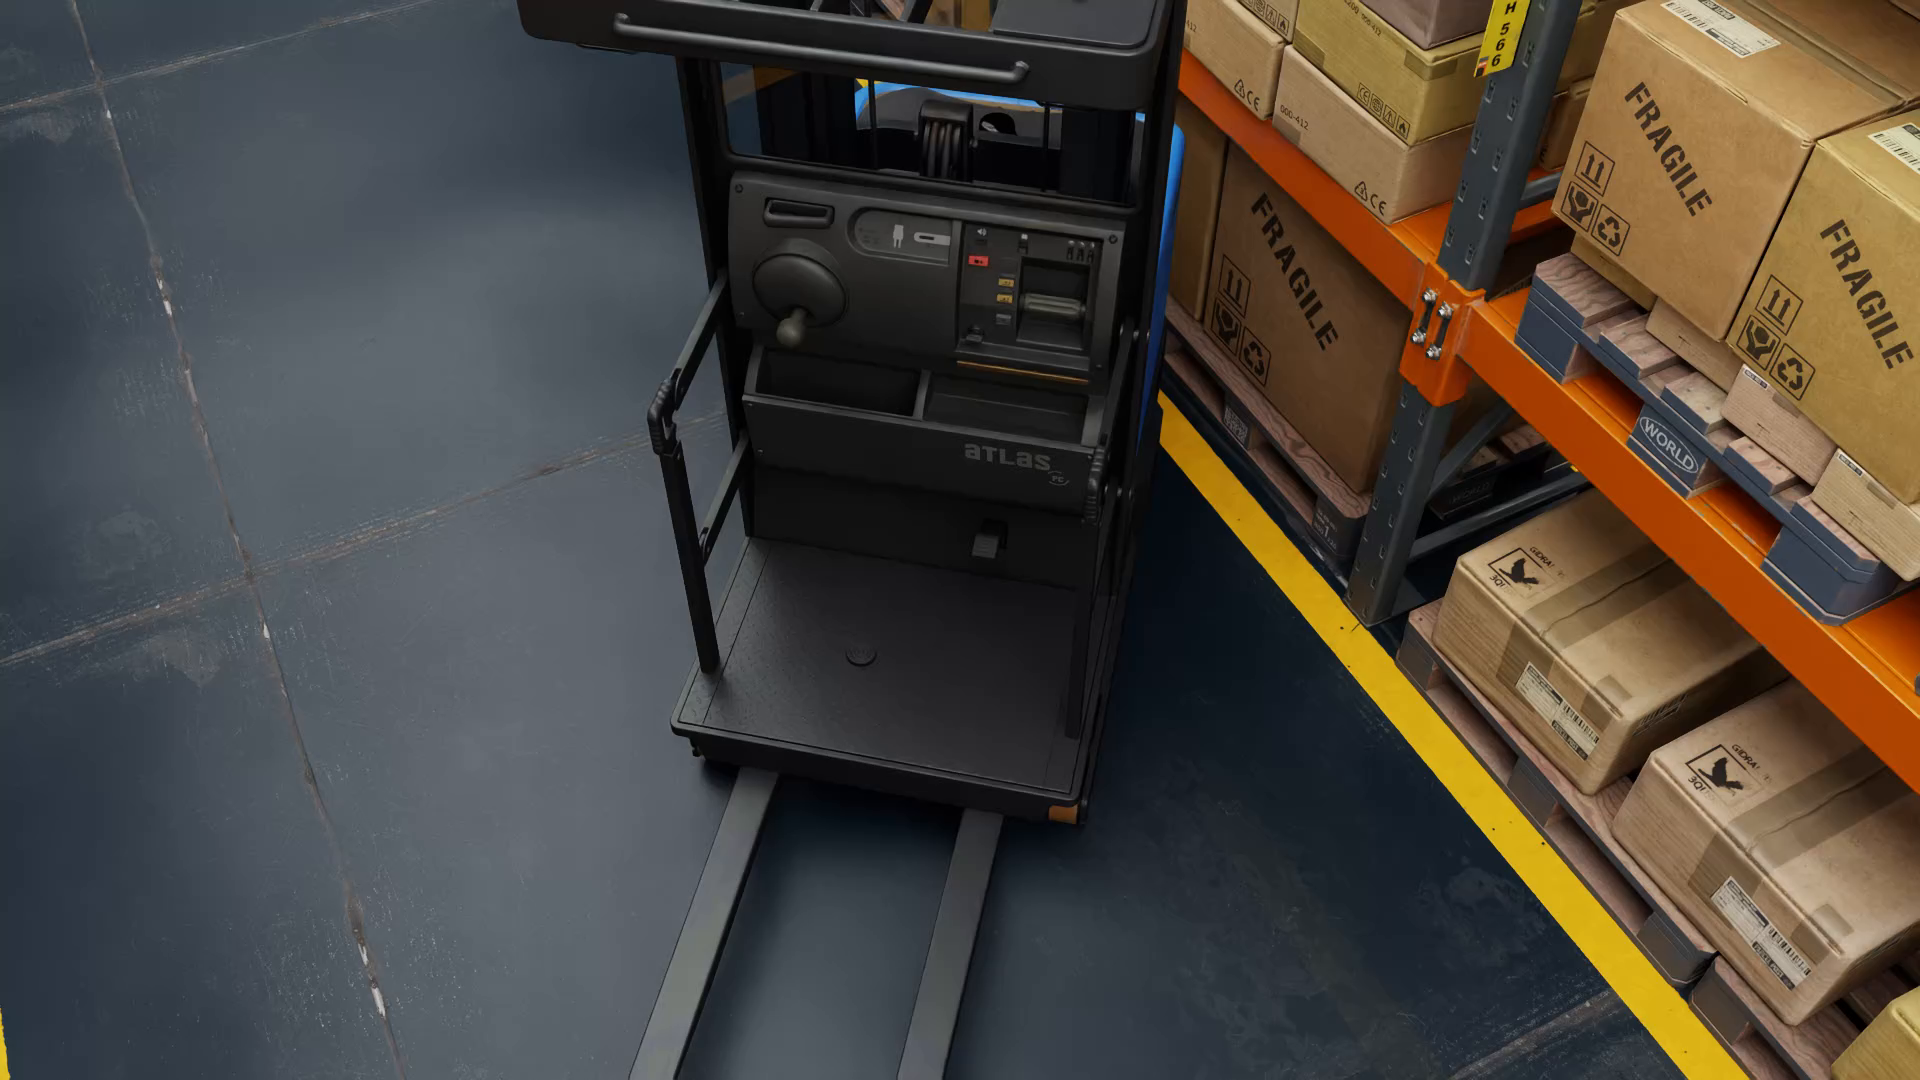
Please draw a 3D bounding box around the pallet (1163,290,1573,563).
[{"bbox_3d":[1.347,-0.565,5.604,1.003,0.211,1.213,-21,52,-18],"label":"pallet"}]

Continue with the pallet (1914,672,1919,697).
[{"bbox_3d":[2.583,0.445,2.996,1.003,0.211,1.213,-21,52,-18],"label":"pallet"}]

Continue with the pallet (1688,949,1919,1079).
[{"bbox_3d":[2.551,1.328,3.948,1.003,0.211,1.213,-21,52,-18],"label":"pallet"}]

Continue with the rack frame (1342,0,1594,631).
[{"bbox_3d":[1.641,-0.929,4.070,1.000,3.000,0.127,-21,52,-18],"label":"rack frame"}]

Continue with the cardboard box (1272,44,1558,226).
[{"bbox_3d":[1.178,-1.129,4.344,0.500,0.250,0.500,-23,53,-19],"label":"cardboard box"}]

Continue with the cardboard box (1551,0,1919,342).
[{"bbox_3d":[1.641,-0.817,3.429,0.500,0.500,0.500,-23,53,-19],"label":"cardboard box"}]

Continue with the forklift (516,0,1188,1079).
[{"bbox_3d":[-0.133,-0.506,3.745,1.130,2.935,3.031,9,49,8],"label":"forklift"}]

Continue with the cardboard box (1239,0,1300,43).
[{"bbox_3d":[0.955,-1.623,4.444,0.500,0.250,0.500,-22,53,-18],"label":"cardboard box"}]

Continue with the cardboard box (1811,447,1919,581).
[{"bbox_3d":[1.915,-0.112,3.243,0.380,0.149,0.250,-21,52,-17],"label":"cardboard box"}]

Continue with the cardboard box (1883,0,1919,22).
[{"bbox_3d":[2.096,-0.990,3.580,0.500,0.500,0.500,-23,53,-19],"label":"cardboard box"}]

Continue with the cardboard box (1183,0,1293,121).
[{"bbox_3d":[0.931,-1.465,4.638,0.500,0.250,0.500,-20,52,-17],"label":"cardboard box"}]

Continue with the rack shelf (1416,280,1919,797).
[{"bbox_3d":[2.556,0.646,3.170,1.077,0.370,4.000,-21,52,-18],"label":"rack shelf"}]

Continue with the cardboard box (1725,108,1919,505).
[{"bbox_3d":[1.885,-0.471,3.126,0.500,0.500,0.500,-19,51,-16],"label":"cardboard box"}]

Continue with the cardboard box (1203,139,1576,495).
[{"bbox_3d":[1.398,-0.859,5.141,0.875,0.875,0.875,-22,52,-18],"label":"cardboard box"}]

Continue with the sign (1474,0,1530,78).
[{"bbox_3d":[1.149,-1.117,3.465,0.100,0.325,0.005,-21,52,-18],"label":"sign"}]

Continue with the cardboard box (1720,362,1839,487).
[{"bbox_3d":[1.808,-0.303,3.410,0.380,0.149,0.250,-24,53,-20],"label":"cardboard box"}]

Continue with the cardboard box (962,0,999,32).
[{"bbox_3d":[0.585,-2.056,6.188,0.875,0.875,0.875,-20,52,-16],"label":"cardboard box"}]

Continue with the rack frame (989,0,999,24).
[{"bbox_3d":[0.232,-1.412,5.678,0.240,1.200,0.015,-23,52,-15],"label":"rack frame"}]

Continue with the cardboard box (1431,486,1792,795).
[{"bbox_3d":[1.890,0.179,4.567,0.950,0.372,0.625,-24,53,-20],"label":"cardboard box"}]

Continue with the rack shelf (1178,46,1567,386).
[{"bbox_3d":[0.725,-2.031,5.511,1.077,0.370,4.000,-21,52,-18],"label":"rack shelf"}]

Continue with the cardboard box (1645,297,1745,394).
[{"bbox_3d":[1.723,-0.502,3.584,0.380,0.149,0.250,-24,53,-20],"label":"cardboard box"}]

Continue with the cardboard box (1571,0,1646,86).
[{"bbox_3d":[1.628,-1.469,4.309,0.500,0.250,0.500,-22,52,-18],"label":"cardboard box"}]

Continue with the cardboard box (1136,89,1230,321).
[{"bbox_3d":[0.994,-1.457,5.664,0.875,0.875,0.875,-21,52,-17],"label":"cardboard box"}]

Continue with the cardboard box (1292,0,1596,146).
[{"bbox_3d":[1.193,-1.281,4.145,0.500,0.250,0.500,-21,52,-18],"label":"cardboard box"}]

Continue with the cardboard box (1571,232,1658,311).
[{"bbox_3d":[1.624,-0.703,3.760,0.380,0.149,0.250,-24,53,-20],"label":"cardboard box"}]

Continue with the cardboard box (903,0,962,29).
[{"bbox_3d":[0.165,-2.658,6.714,0.875,0.875,0.875,-20,52,-16],"label":"cardboard box"}]

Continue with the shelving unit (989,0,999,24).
[{"bbox_3d":[0.343,-1.252,5.532,0.258,1.200,0.503,-23,52,-15],"label":"shelving unit"}]

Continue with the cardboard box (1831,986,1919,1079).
[{"bbox_3d":[2.577,1.180,3.692,0.950,0.372,0.625,-20,52,-16],"label":"cardboard box"}]

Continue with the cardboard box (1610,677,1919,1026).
[{"bbox_3d":[2.235,0.670,4.138,0.950,0.372,0.625,-22,52,-18],"label":"cardboard box"}]

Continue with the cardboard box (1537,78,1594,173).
[{"bbox_3d":[1.640,-1.294,4.489,0.500,0.250,0.500,-22,52,-18],"label":"cardboard box"}]

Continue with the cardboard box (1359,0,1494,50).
[{"bbox_3d":[1.171,-1.547,3.880,0.500,0.500,0.500,-22,53,-18],"label":"cardboard box"}]

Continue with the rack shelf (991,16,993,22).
[{"bbox_3d":[0.321,-1.507,5.235,0.258,0.148,0.480,-23,52,-15],"label":"rack shelf"}]

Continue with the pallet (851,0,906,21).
[{"bbox_3d":[0.230,-2.198,7.032,1.003,0.211,1.213,-21,52,-18],"label":"pallet"}]

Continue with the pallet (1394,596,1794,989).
[{"bbox_3d":[1.997,0.512,4.662,1.003,0.211,1.213,-21,52,-18],"label":"pallet"}]

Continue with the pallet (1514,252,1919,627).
[{"bbox_3d":[2.061,-0.426,3.757,1.213,0.211,1.003,-21,52,-18],"label":"pallet"}]
